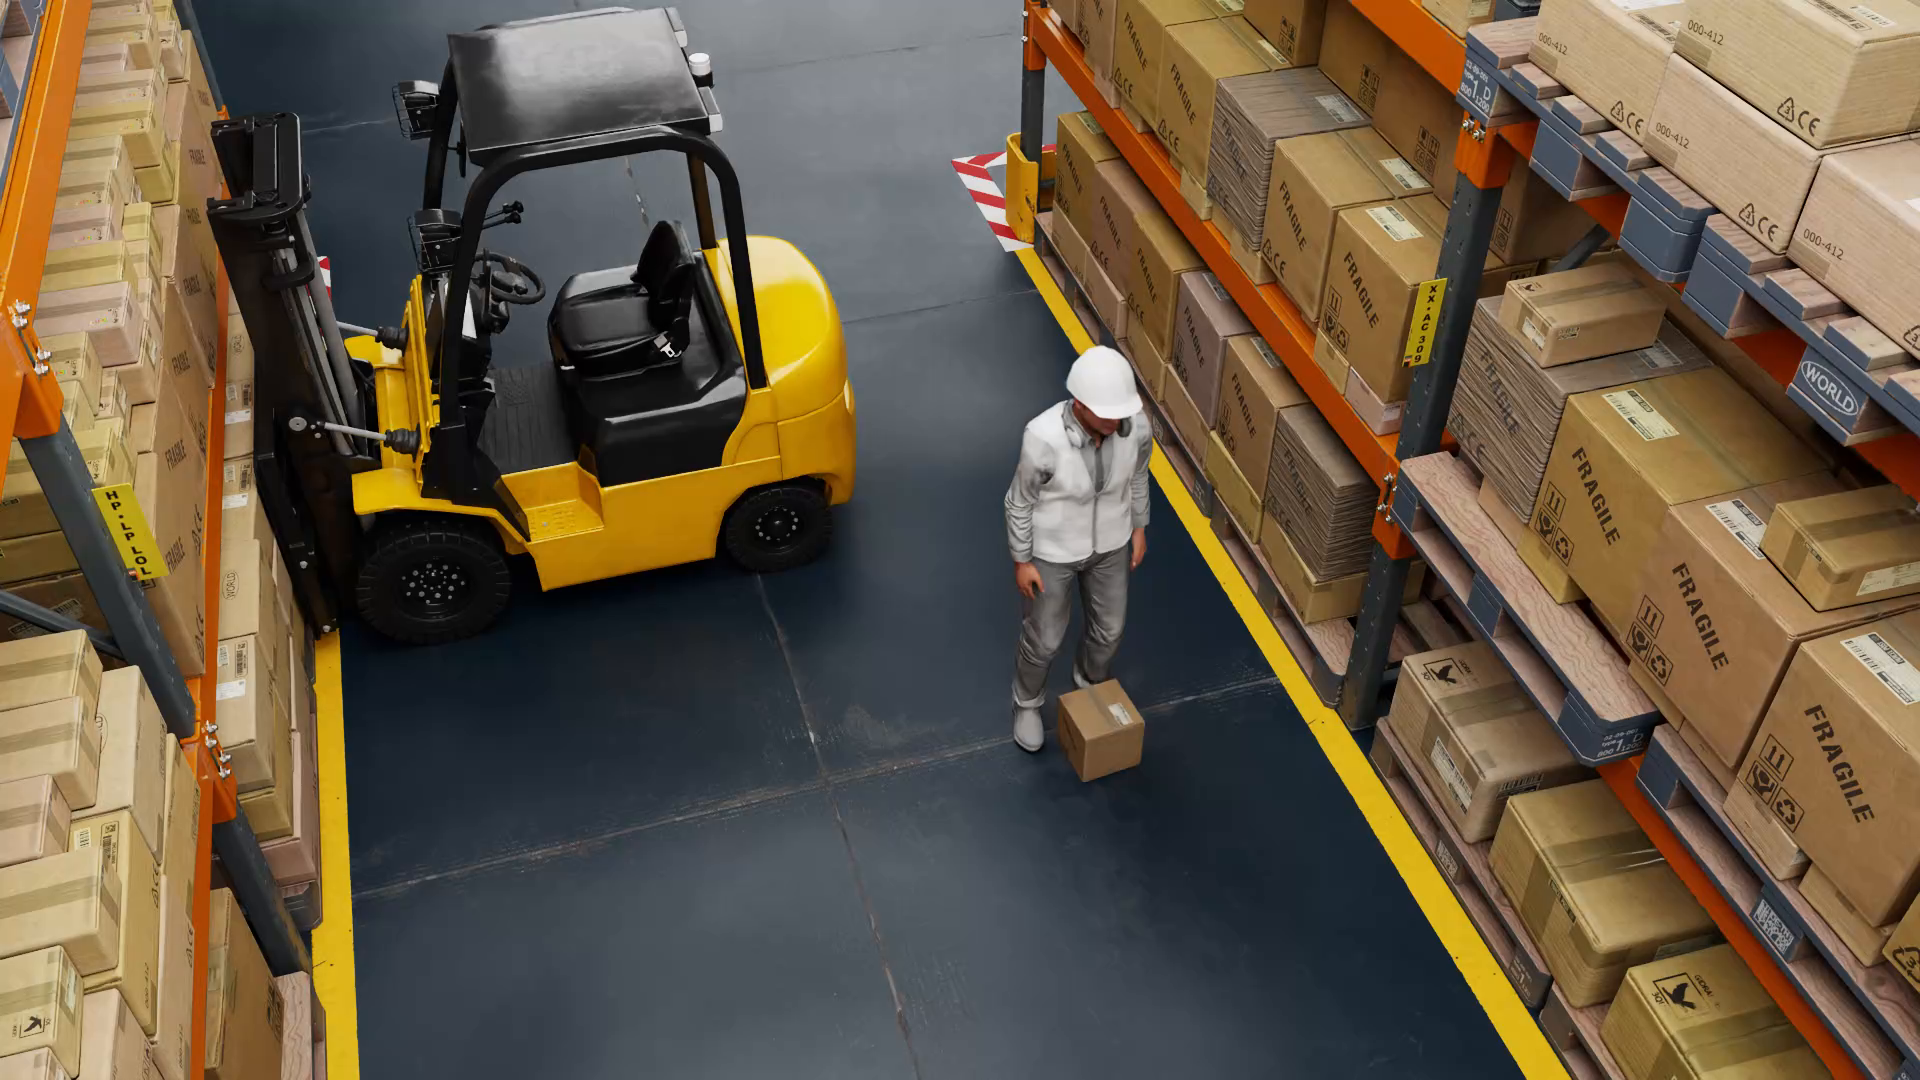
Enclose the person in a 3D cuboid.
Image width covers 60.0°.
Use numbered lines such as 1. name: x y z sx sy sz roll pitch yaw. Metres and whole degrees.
1. person: 0.442 0.014 6.125 0.572 1.771 0.474 -16 44 -17
